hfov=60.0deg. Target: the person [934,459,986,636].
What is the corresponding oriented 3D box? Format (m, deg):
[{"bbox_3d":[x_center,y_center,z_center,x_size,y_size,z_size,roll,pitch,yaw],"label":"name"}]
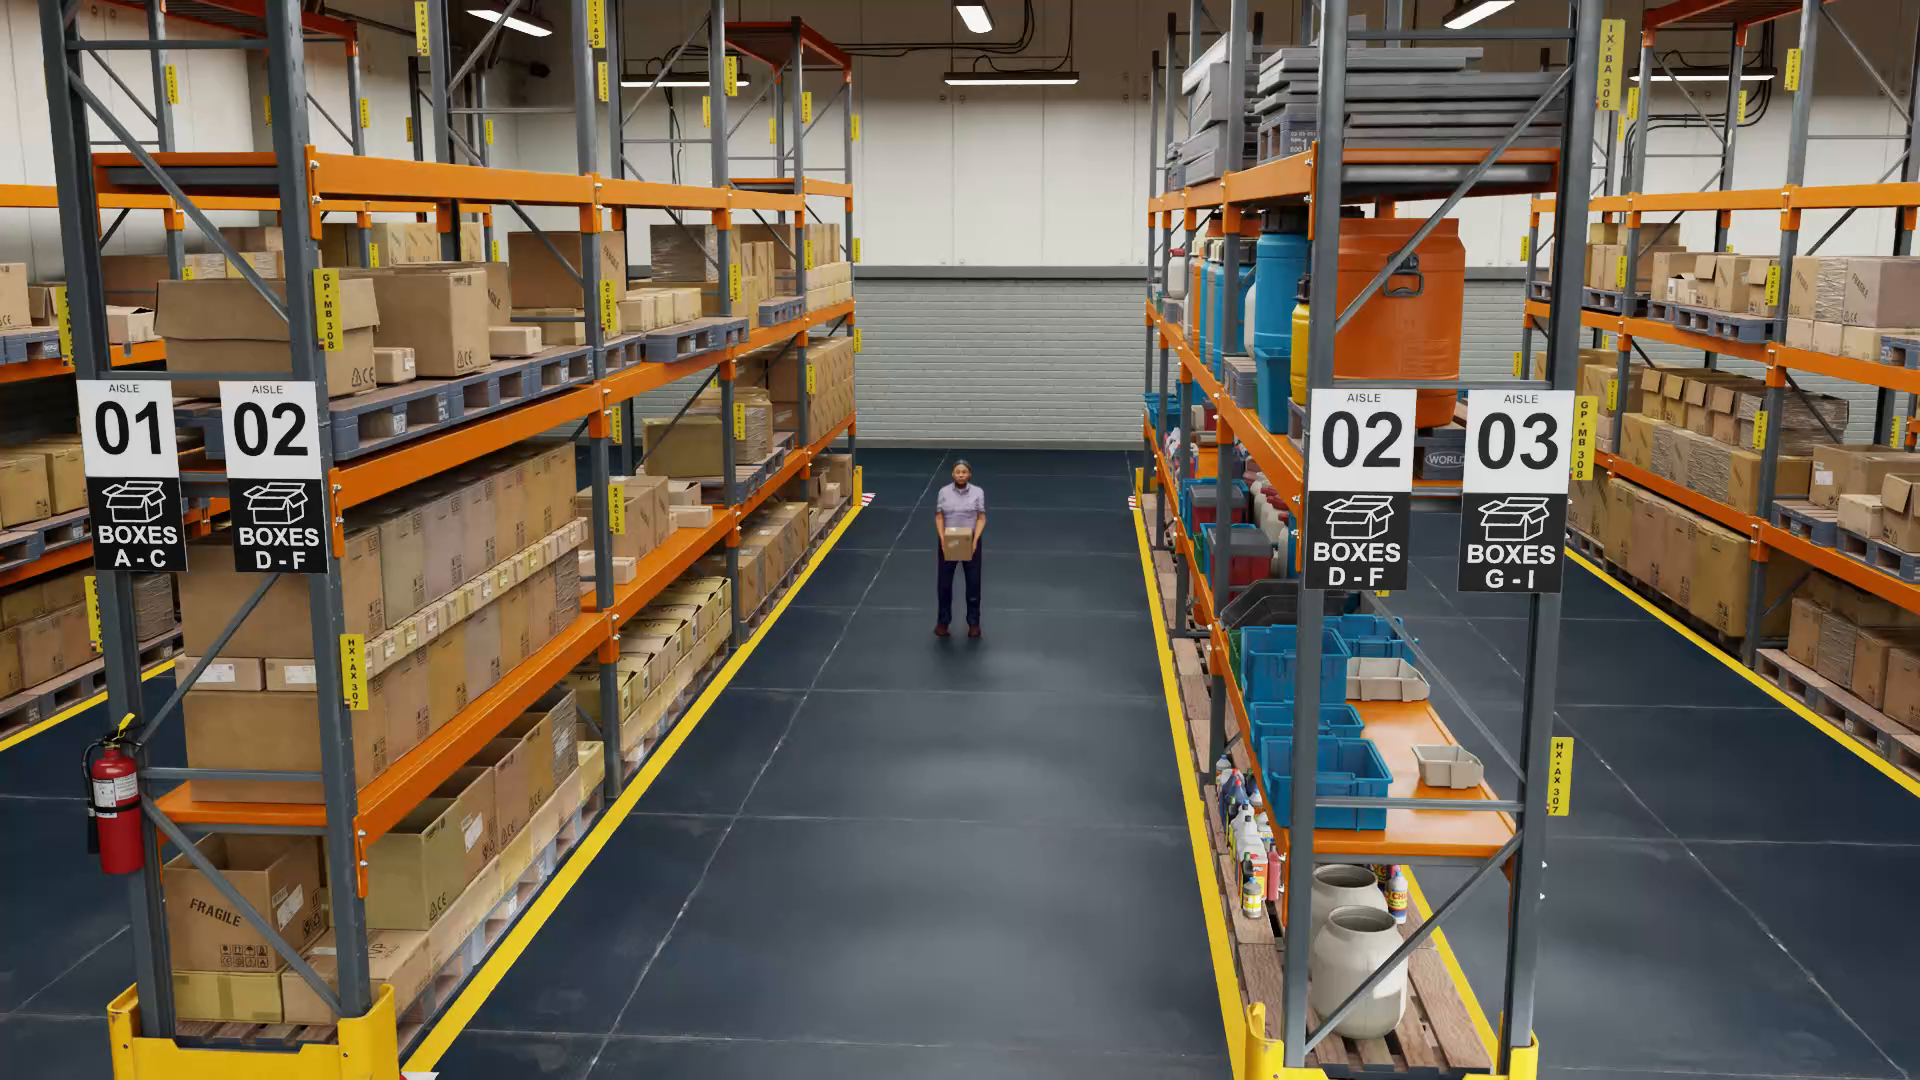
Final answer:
[{"bbox_3d":[0.002,0.072,15.568,0.487,1.654,0.476,1,11,3],"label":"person"}]
